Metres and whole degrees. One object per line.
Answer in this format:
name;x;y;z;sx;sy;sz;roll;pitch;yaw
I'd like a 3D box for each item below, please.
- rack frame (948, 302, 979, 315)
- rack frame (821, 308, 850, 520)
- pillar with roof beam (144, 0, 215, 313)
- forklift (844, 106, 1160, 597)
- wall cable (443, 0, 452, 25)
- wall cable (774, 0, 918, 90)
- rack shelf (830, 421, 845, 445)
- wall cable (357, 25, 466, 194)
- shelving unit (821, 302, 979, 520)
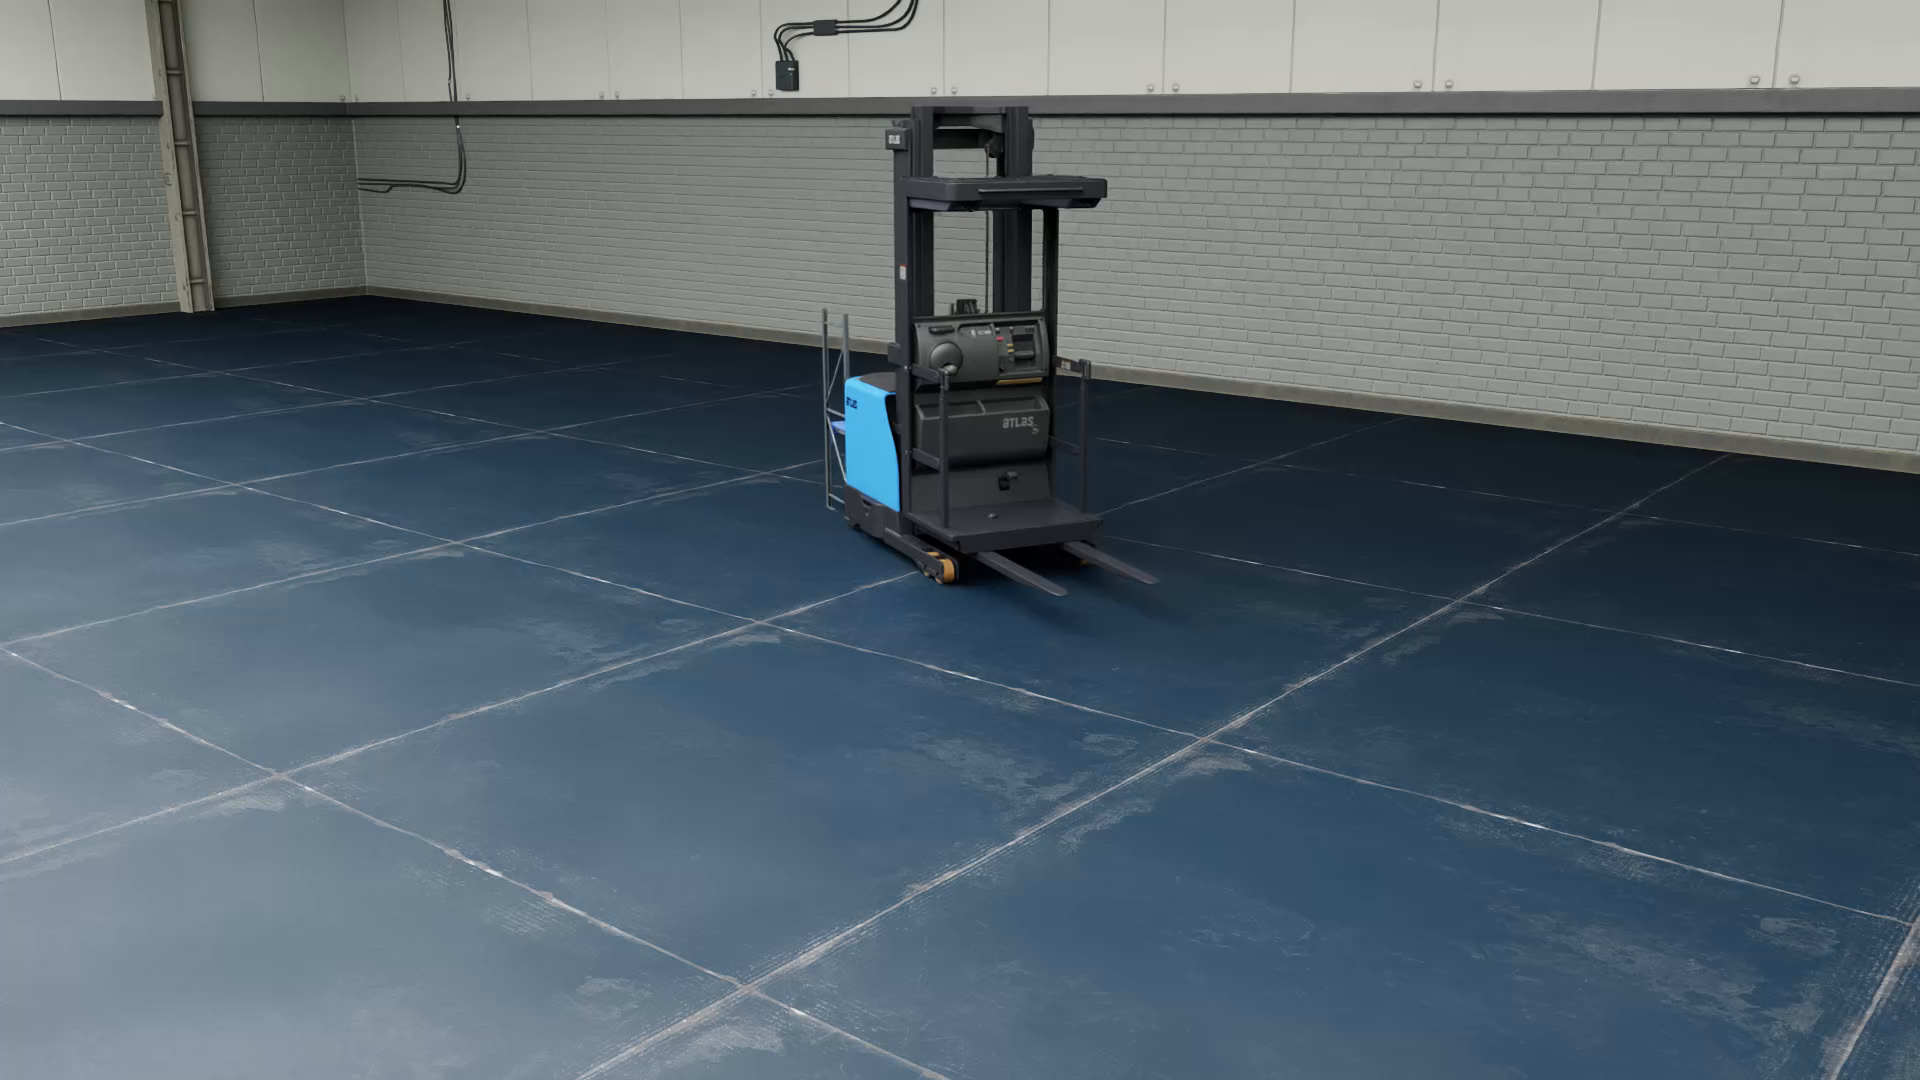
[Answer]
rack frame;0.028;-1.028;12.604;0.032;1.500;0.500;-6;15;-23
rack frame;-0.903;-0.927;12.209;0.032;1.500;0.500;-6;15;-23
pillar with roof beam;-8.303;-7.198;21.680;9.100;9.000;0.400;11;18;38
forklift;0.238;-1.260;10.629;1.130;2.935;3.031;-6;16;-24
wall cable;-6.667;-8.748;23.831;3.097;2.526;0.112;11;18;38
wall cable;-1.397;-8.400;19.505;2.305;6.003;0.169;11;18;38
rack shelf;-0.436;-0.802;12.448;1.000;0.185;0.538;-6;15;-23
wall cable;-8.771;-6.719;26.101;3.097;2.526;0.112;11;18;38
shelving unit;-0.437;-0.977;12.407;1.048;1.500;0.538;-6;15;-23
